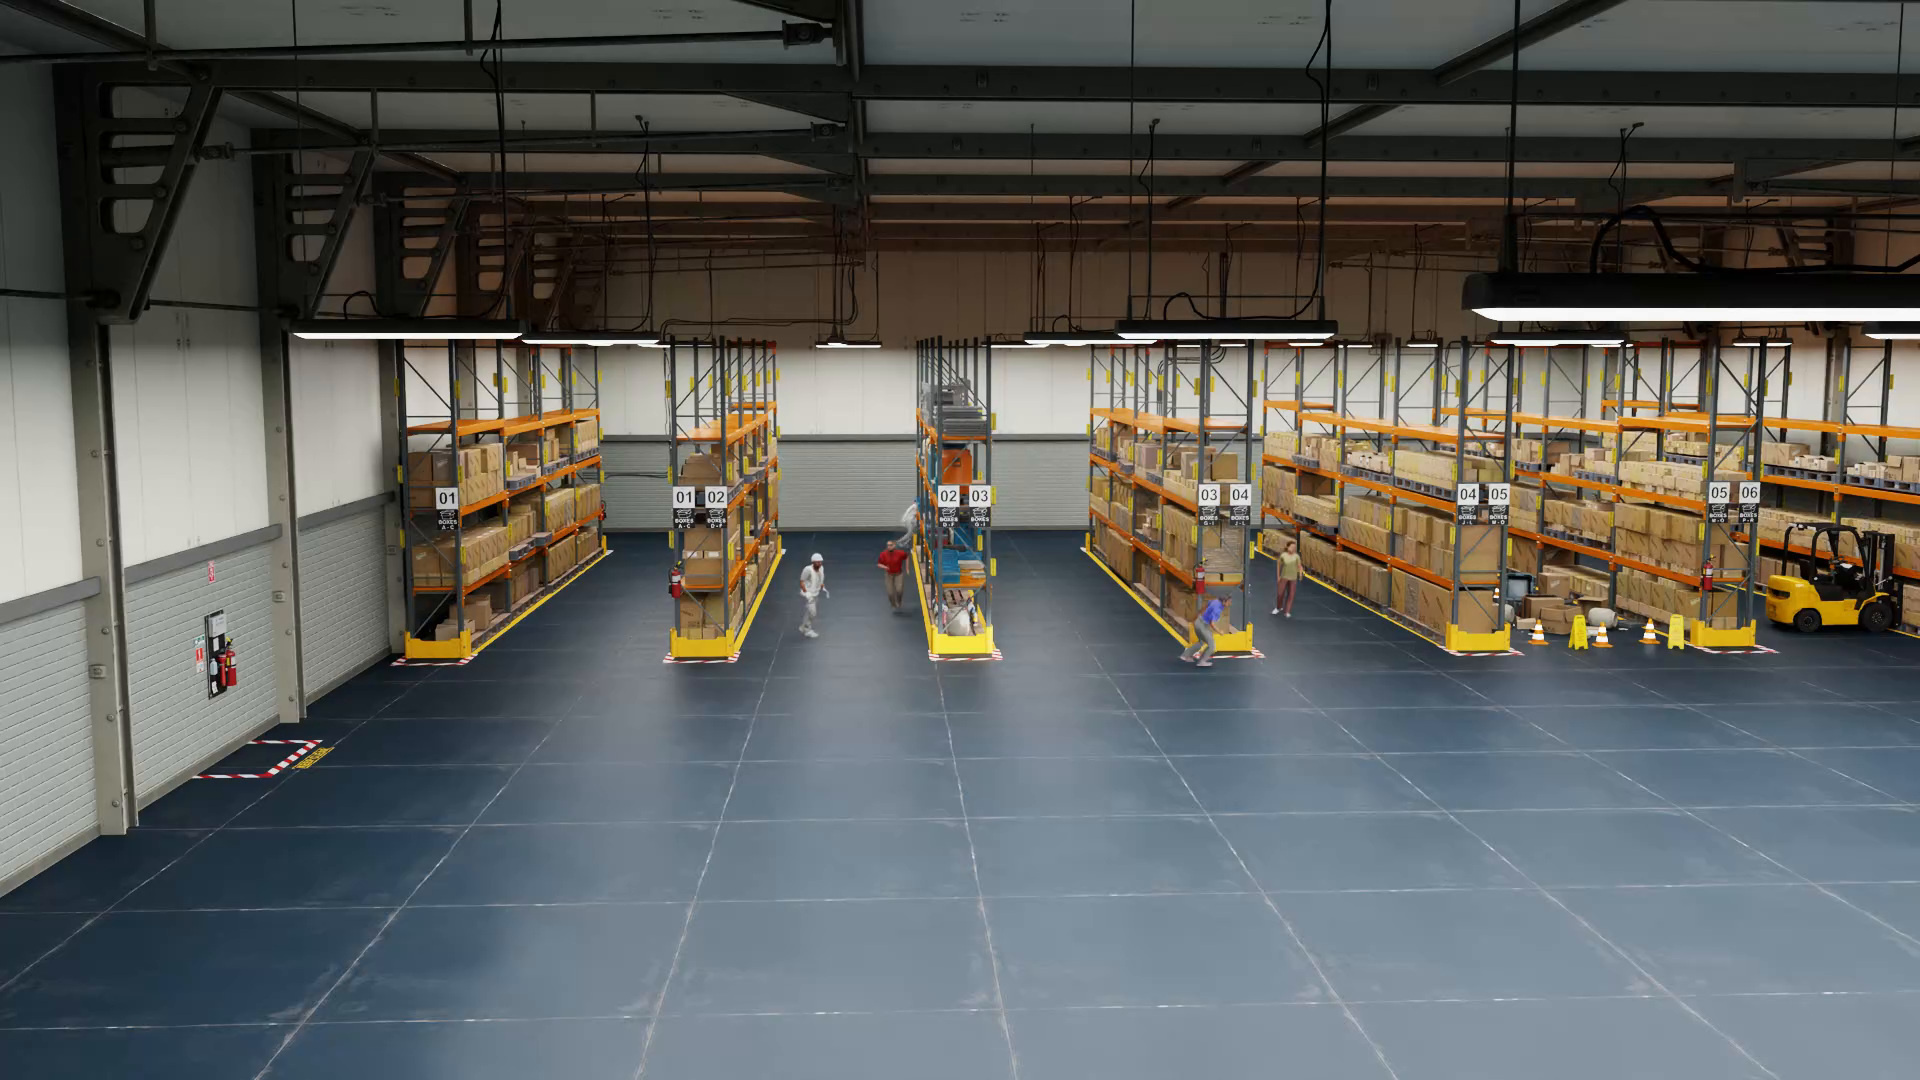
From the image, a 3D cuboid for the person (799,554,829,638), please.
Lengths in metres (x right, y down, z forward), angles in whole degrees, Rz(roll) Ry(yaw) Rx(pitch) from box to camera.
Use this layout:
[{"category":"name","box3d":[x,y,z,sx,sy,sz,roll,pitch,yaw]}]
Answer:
[{"category":"person","box3d":[-3.009,1.101,33.328,0.793,1.716,0.682,4,7,30]}]

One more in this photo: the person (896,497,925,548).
[{"category":"person","box3d":[-1.444,-0.499,48.419,0.819,1.503,0.649,1,7,7]}]

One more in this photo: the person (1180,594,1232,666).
[{"category":"person","box3d":[4.457,1.627,30.153,0.912,1.374,0.595,1,7,10]}]

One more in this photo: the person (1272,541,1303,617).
[{"category":"person","box3d":[7.055,0.846,35.788,0.618,1.660,0.602,0,6,3]}]

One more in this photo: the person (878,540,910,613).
[{"category":"person","box3d":[-1.444,0.792,36.318,0.674,1.623,0.908,1,7,7]}]
